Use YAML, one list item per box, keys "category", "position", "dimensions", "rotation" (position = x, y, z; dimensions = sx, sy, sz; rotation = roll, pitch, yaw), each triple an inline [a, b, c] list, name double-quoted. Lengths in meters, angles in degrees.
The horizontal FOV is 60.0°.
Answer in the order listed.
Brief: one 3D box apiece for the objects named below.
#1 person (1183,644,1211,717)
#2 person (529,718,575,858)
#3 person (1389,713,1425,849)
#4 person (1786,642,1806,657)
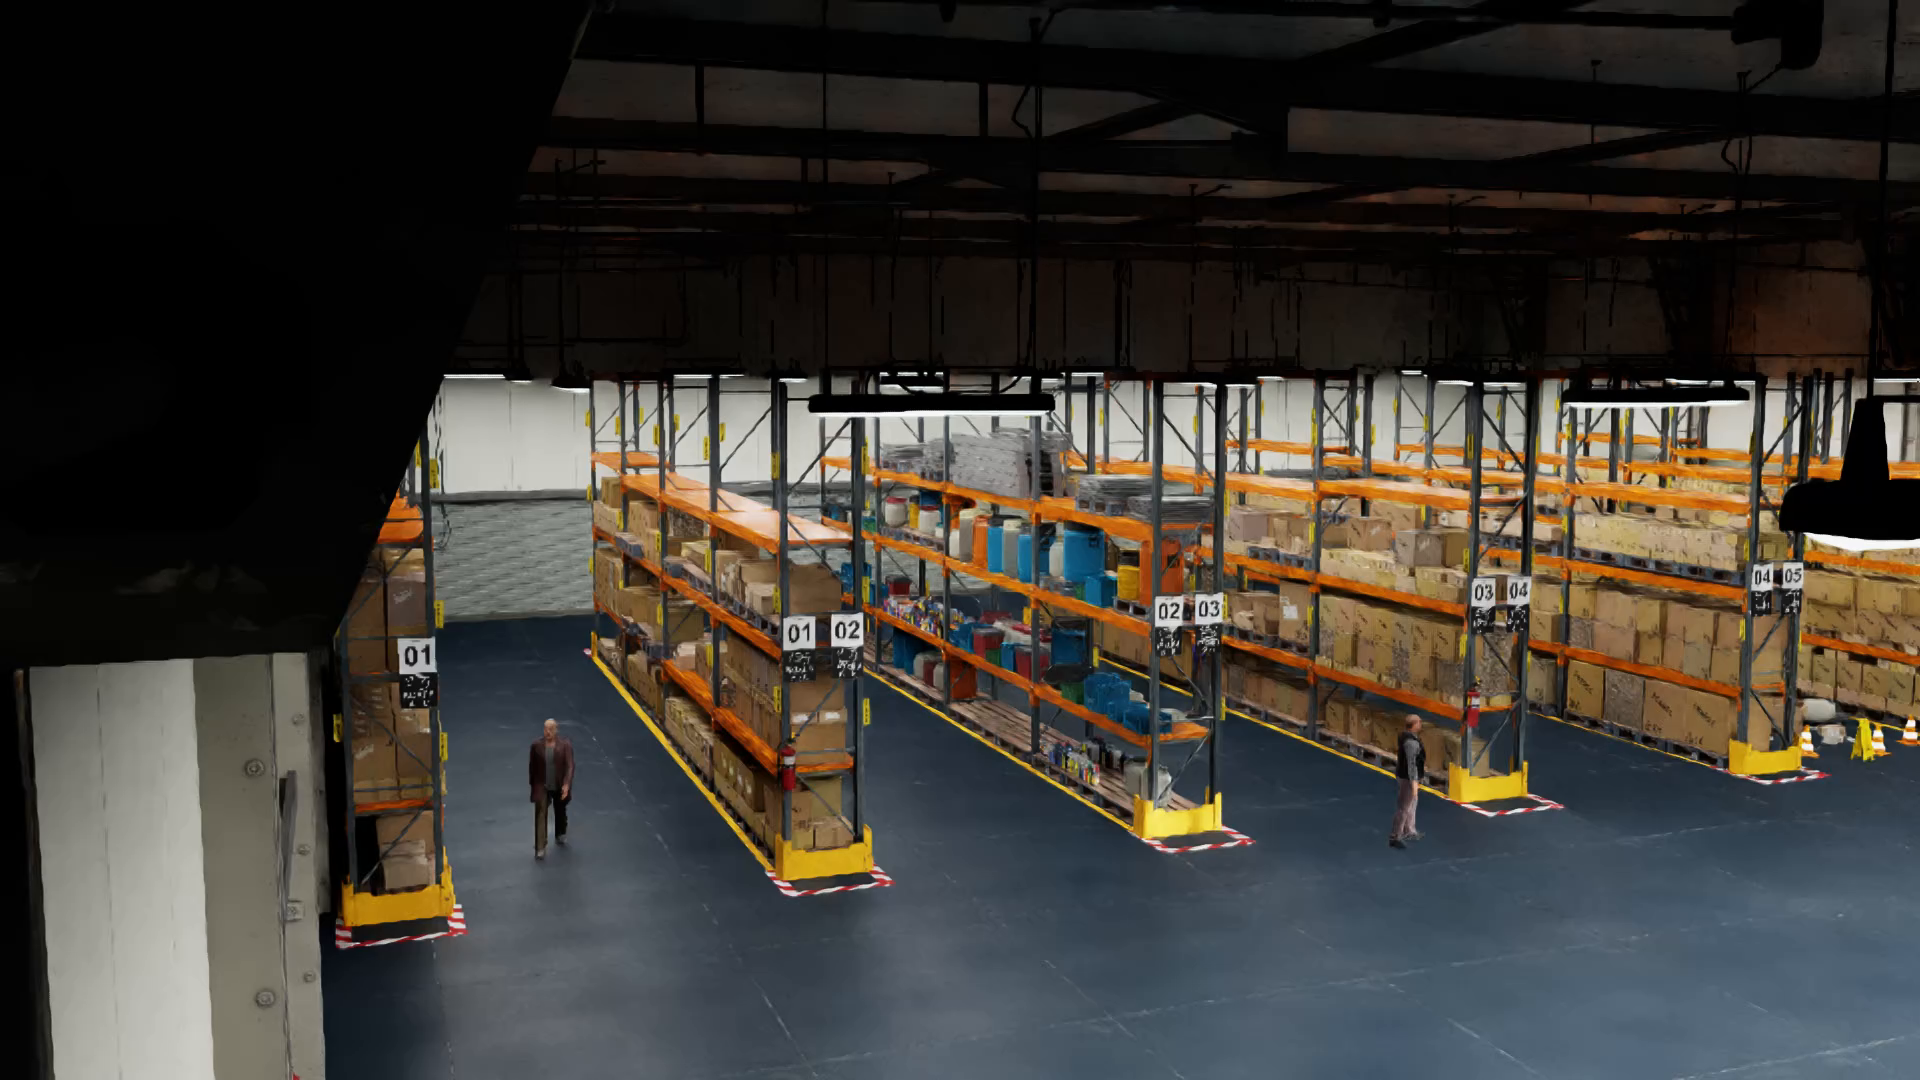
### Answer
- category: "person"
  position: [4.167, 2.268, 28.967]
  dimensions: [0.543, 1.652, 0.575]
  rotation: [1, 6, 5]
- category: "person"
  position: [-5.176, 3.110, 21.114]
  dimensions: [0.573, 1.715, 1.100]
  rotation: [-1, 7, -12]
- category: "person"
  position: [5.801, 3.074, 21.452]
  dimensions: [0.496, 1.718, 0.697]
  rotation: [1, 6, 10]
- category: "person"
  position: [16.450, 1.803, 32.790]
  dimensions: [0.586, 1.723, 0.654]
  rotation: [1, 7, 12]
